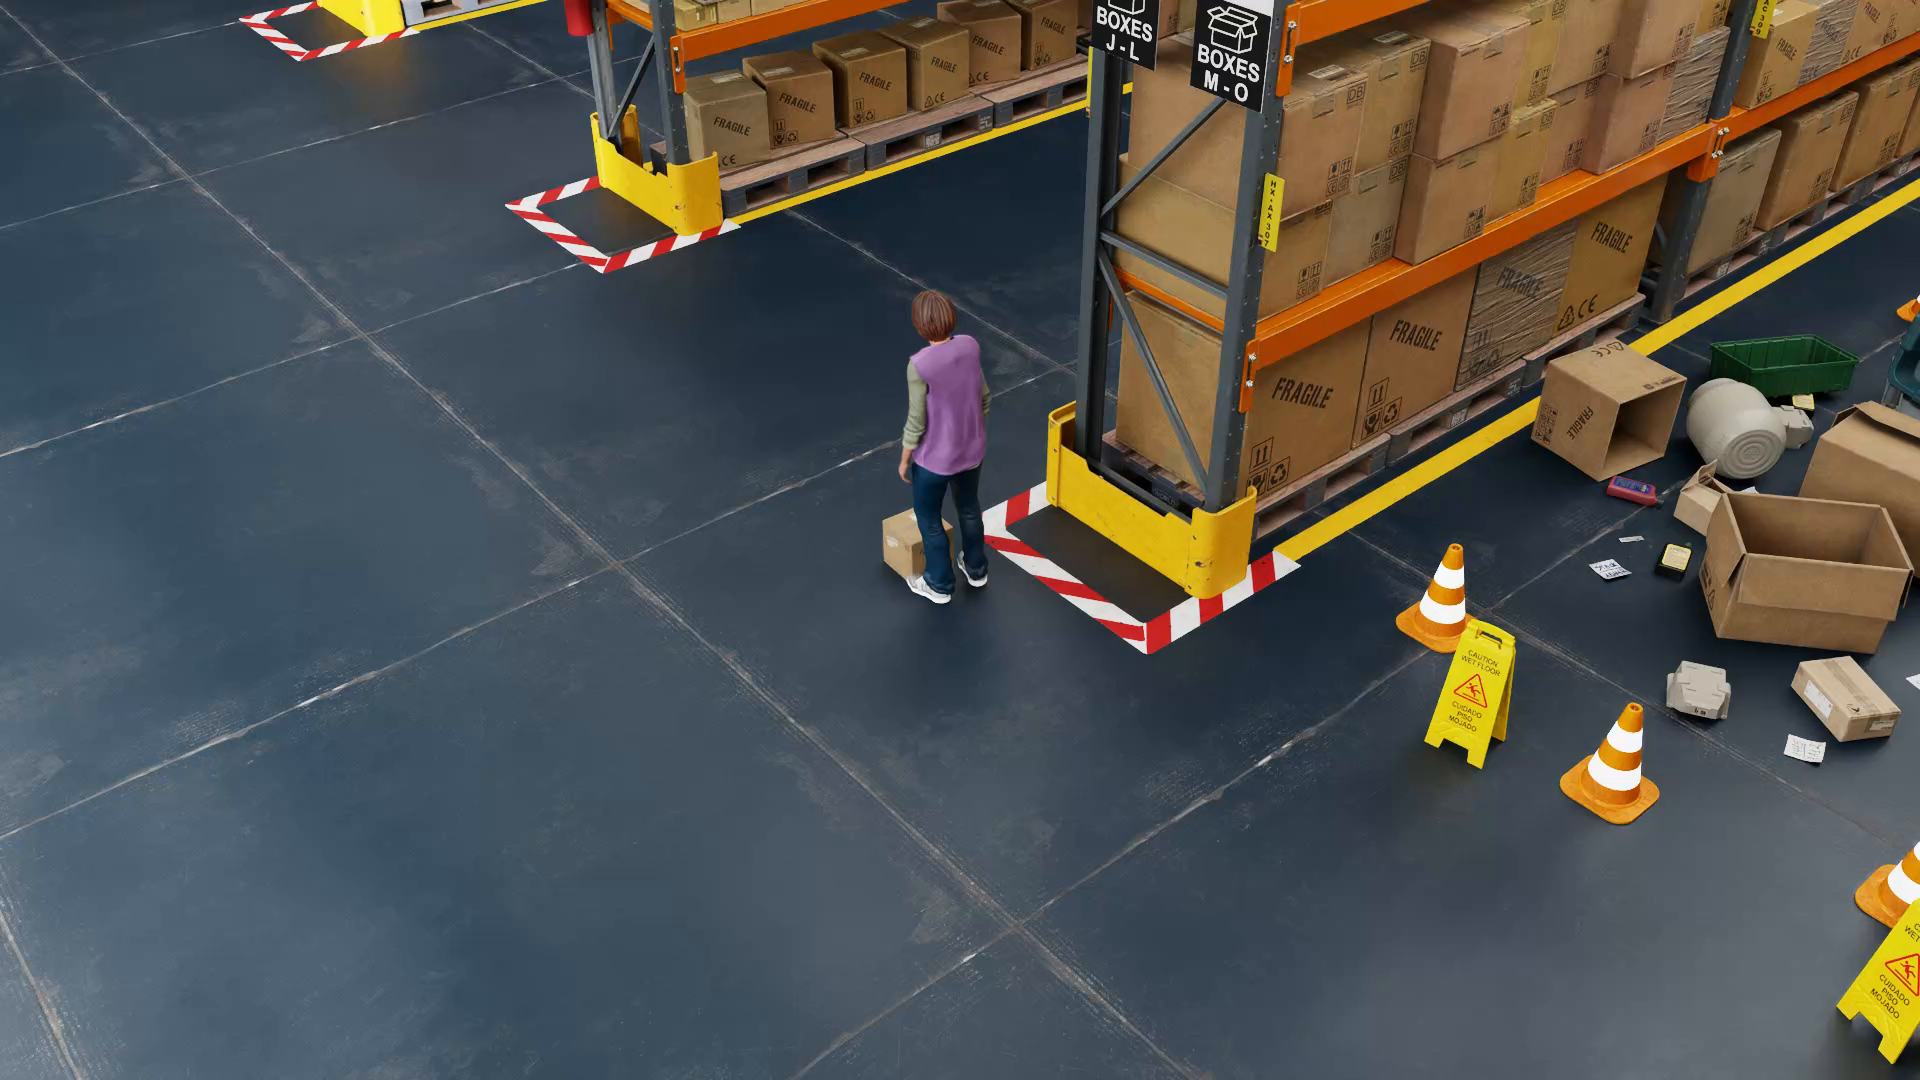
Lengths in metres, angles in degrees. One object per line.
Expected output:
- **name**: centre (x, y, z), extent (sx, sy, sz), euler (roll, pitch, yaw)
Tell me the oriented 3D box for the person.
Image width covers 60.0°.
- **person**: centre (-0.064, -0.405, 7.634), extent (0.479, 1.593, 0.345), euler (-24, 43, -29)
